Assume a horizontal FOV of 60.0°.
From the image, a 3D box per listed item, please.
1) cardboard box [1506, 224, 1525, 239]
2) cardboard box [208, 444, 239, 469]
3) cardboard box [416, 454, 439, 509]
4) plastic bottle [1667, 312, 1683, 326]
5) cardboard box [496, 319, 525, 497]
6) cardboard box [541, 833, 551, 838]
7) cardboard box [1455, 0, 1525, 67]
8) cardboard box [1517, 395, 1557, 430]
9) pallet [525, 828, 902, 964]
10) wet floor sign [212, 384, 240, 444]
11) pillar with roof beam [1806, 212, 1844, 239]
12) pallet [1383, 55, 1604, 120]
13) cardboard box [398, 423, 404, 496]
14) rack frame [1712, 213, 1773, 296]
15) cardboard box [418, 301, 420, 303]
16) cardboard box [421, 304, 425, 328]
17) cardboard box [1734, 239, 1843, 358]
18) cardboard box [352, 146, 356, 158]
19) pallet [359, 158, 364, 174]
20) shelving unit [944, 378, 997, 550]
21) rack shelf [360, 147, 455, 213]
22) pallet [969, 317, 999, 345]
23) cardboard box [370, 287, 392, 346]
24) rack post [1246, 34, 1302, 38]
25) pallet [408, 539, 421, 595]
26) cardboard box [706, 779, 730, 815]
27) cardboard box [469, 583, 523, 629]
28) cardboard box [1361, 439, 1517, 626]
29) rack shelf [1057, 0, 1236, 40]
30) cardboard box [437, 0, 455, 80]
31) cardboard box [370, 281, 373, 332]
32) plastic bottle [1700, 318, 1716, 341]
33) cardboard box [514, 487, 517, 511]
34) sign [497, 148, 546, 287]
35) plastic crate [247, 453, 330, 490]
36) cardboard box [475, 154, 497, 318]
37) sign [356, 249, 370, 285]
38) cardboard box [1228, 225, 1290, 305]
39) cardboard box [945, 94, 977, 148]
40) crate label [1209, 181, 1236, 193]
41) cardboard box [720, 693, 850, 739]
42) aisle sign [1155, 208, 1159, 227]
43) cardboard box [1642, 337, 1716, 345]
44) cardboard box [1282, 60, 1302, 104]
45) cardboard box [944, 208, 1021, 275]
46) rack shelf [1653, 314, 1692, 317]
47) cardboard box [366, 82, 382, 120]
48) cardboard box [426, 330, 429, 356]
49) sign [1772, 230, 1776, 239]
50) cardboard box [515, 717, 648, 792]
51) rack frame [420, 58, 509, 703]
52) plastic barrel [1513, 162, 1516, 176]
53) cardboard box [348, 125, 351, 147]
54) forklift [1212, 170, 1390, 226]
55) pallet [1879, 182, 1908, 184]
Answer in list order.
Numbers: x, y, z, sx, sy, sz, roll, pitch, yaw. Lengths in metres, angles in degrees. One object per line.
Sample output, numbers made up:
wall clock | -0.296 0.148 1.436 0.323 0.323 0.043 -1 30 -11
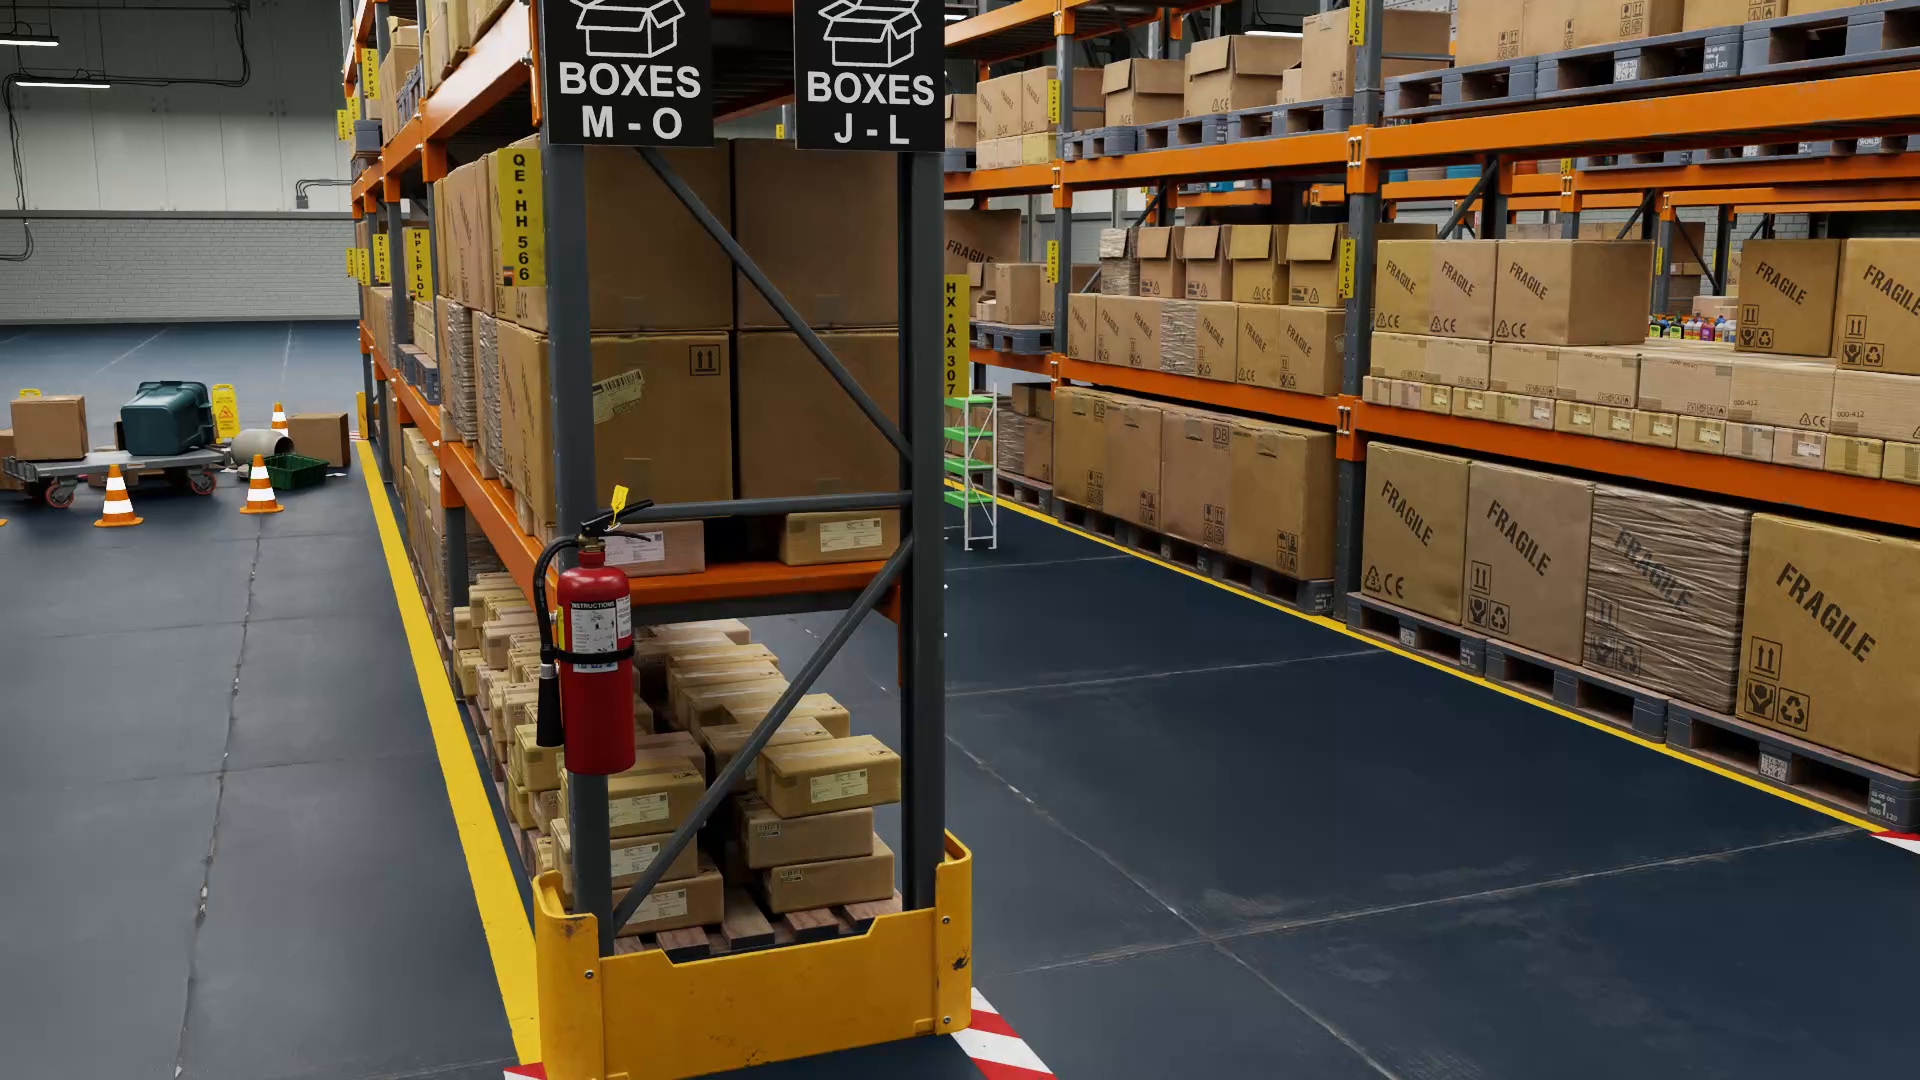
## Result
cardboard box | 7.940 -4.134 23.108 0.700 0.500 0.500 -4 11 -22
cardboard box | -7.216 -0.856 16.474 0.396 0.266 0.258 -2 10 -11
cardboard box | -2.862 -0.354 9.640 0.500 0.250 0.500 -4 11 -23
plastic bottle | 6.393 -1.902 14.879 0.061 0.283 0.133 -4 11 -21
cardboard box | -1.113 -0.417 5.063 0.500 0.500 0.500 -4 11 -22
cardboard box | -1.218 0.921 5.620 0.380 0.149 0.250 -4 11 -20
cardboard box | 3.021 -2.689 8.637 0.700 0.500 0.500 -5 11 -24
cardboard box | 2.949 -0.626 8.093 0.380 0.149 0.250 -4 11 -20
pallet | -0.817 1.146 5.375 1.003 0.211 1.213 -4 11 -21
wet floor sign | -8.182 -1.411 18.511 0.267 0.644 0.232 -6 12 -31
pillar with roof beam | 9.231 -6.554 23.569 9.100 9.000 0.400 -4 11 -21
pallet | 2.969 -2.330 8.641 1.003 0.211 1.213 -4 11 -21
cardboard box | -3.884 -0.732 13.196 1.050 0.750 0.750 -4 11 -20
rack frame | 12.183 -3.933 25.964 1.000 3.000 0.127 -4 11 -21
cardboard box | -3.256 -1.590 10.612 0.380 0.149 0.250 -4 11 -21
cardboard box | -3.147 -1.395 10.365 0.380 0.149 0.250 -4 11 -21
cardboard box | 3.834 -1.081 7.370 0.500 0.500 0.500 -4 11 -22
cardboard box | -6.135 -4.059 17.343 0.380 0.149 0.250 -4 11 -21
pallet | -5.163 -3.606 15.814 1.003 0.211 1.213 -4 11 -21
shelving unit | 0.060 -0.564 12.163 0.258 1.200 0.503 -4 11 -21
rack shelf | -4.152 -2.835 13.280 1.077 0.370 4.000 -4 11 -21
pallet | 0.477 -1.910 15.140 1.003 0.211 1.213 -4 11 -21
cardboard box | -4.937 -1.985 14.727 0.500 0.500 0.500 -4 11 -20
rack post | 3.681 -5.906 20.144 0.937 0.300 0.954 -4 11 -22
pallet | -3.145 0.115 11.171 1.003 0.211 1.213 -4 11 -21
cardboard box | -0.697 0.786 5.527 0.380 0.149 0.250 -4 11 -20
cardboard box | -2.001 0.289 7.471 0.380 0.149 0.250 -3 11 -18
cardboard box | 2.846 -0.079 9.166 0.875 0.875 0.875 -4 11 -21
rack shelf | 1.957 -3.760 11.058 1.077 0.370 4.000 -4 11 -21
cardboard box | -1.695 -1.876 6.264 0.500 0.250 0.500 -3 11 -18
cardboard box | -5.242 -2.260 16.132 0.875 0.550 0.550 -4 11 -21
plastic bottle | 6.080 -1.658 13.509 0.061 0.283 0.133 -4 11 -21
cardboard box | -1.252 -0.159 5.468 0.380 0.149 0.250 -4 11 -23
sign | -1.053 -0.773 3.994 0.100 0.325 0.005 -4 11 -21
plastic crate | -6.161 -0.628 15.248 0.450 0.188 0.662 11 12 7
cardboard box | -1.306 -0.994 5.451 0.500 0.500 0.500 -3 11 -18
sign | -5.393 -2.468 15.032 0.100 0.325 0.005 -4 11 -21
cardboard box | 2.205 -1.790 10.771 0.797 0.503 0.637 -4 11 -20
cardboard box | 0.203 -3.834 15.352 0.797 0.503 0.637 -3 11 -19
crate label | 3.320 -4.381 20.344 0.502 0.251 0.408 -4 11 -21
cardboard box | -0.585 0.631 5.553 0.380 0.149 0.250 -4 11 -21
aisle sign | 2.650 -4.577 22.163 0.394 0.787 0.004 -4 11 -21
cardboard box | 3.461 -0.880 8.384 0.500 0.250 0.500 -4 11 -20
cardboard box | 2.368 -2.855 10.398 0.500 0.311 0.500 -4 11 -23
cardboard box | -0.060 -2.700 16.123 1.000 1.000 1.000 -4 11 -21
rack shelf | 8.292 -2.937 22.421 1.077 0.370 4.000 -4 11 -21
cardboard box | -4.086 -3.226 12.196 0.500 0.311 0.500 -4 11 -21
cardboard box | -3.060 -1.208 10.163 0.380 0.149 0.250 -4 11 -19
sign | 12.708 -4.690 26.014 0.100 0.325 0.005 -4 11 -21
cardboard box | -1.206 0.675 5.303 0.380 0.149 0.250 -4 11 -22
rack frame | -1.978 -0.733 7.974 1.000 3.000 0.127 -4 11 -21
plastic barrel | 5.170 -3.600 15.921 0.301 0.262 0.301 0 10 0
cardboard box | -6.391 -4.402 18.130 0.500 0.250 0.500 -4 11 -21
forklift | 2.835 -1.834 14.359 1.130 2.935 3.031 -4 11 -20
pallet | 10.137 -3.801 17.197 1.213 0.211 1.003 -3 11 -18
